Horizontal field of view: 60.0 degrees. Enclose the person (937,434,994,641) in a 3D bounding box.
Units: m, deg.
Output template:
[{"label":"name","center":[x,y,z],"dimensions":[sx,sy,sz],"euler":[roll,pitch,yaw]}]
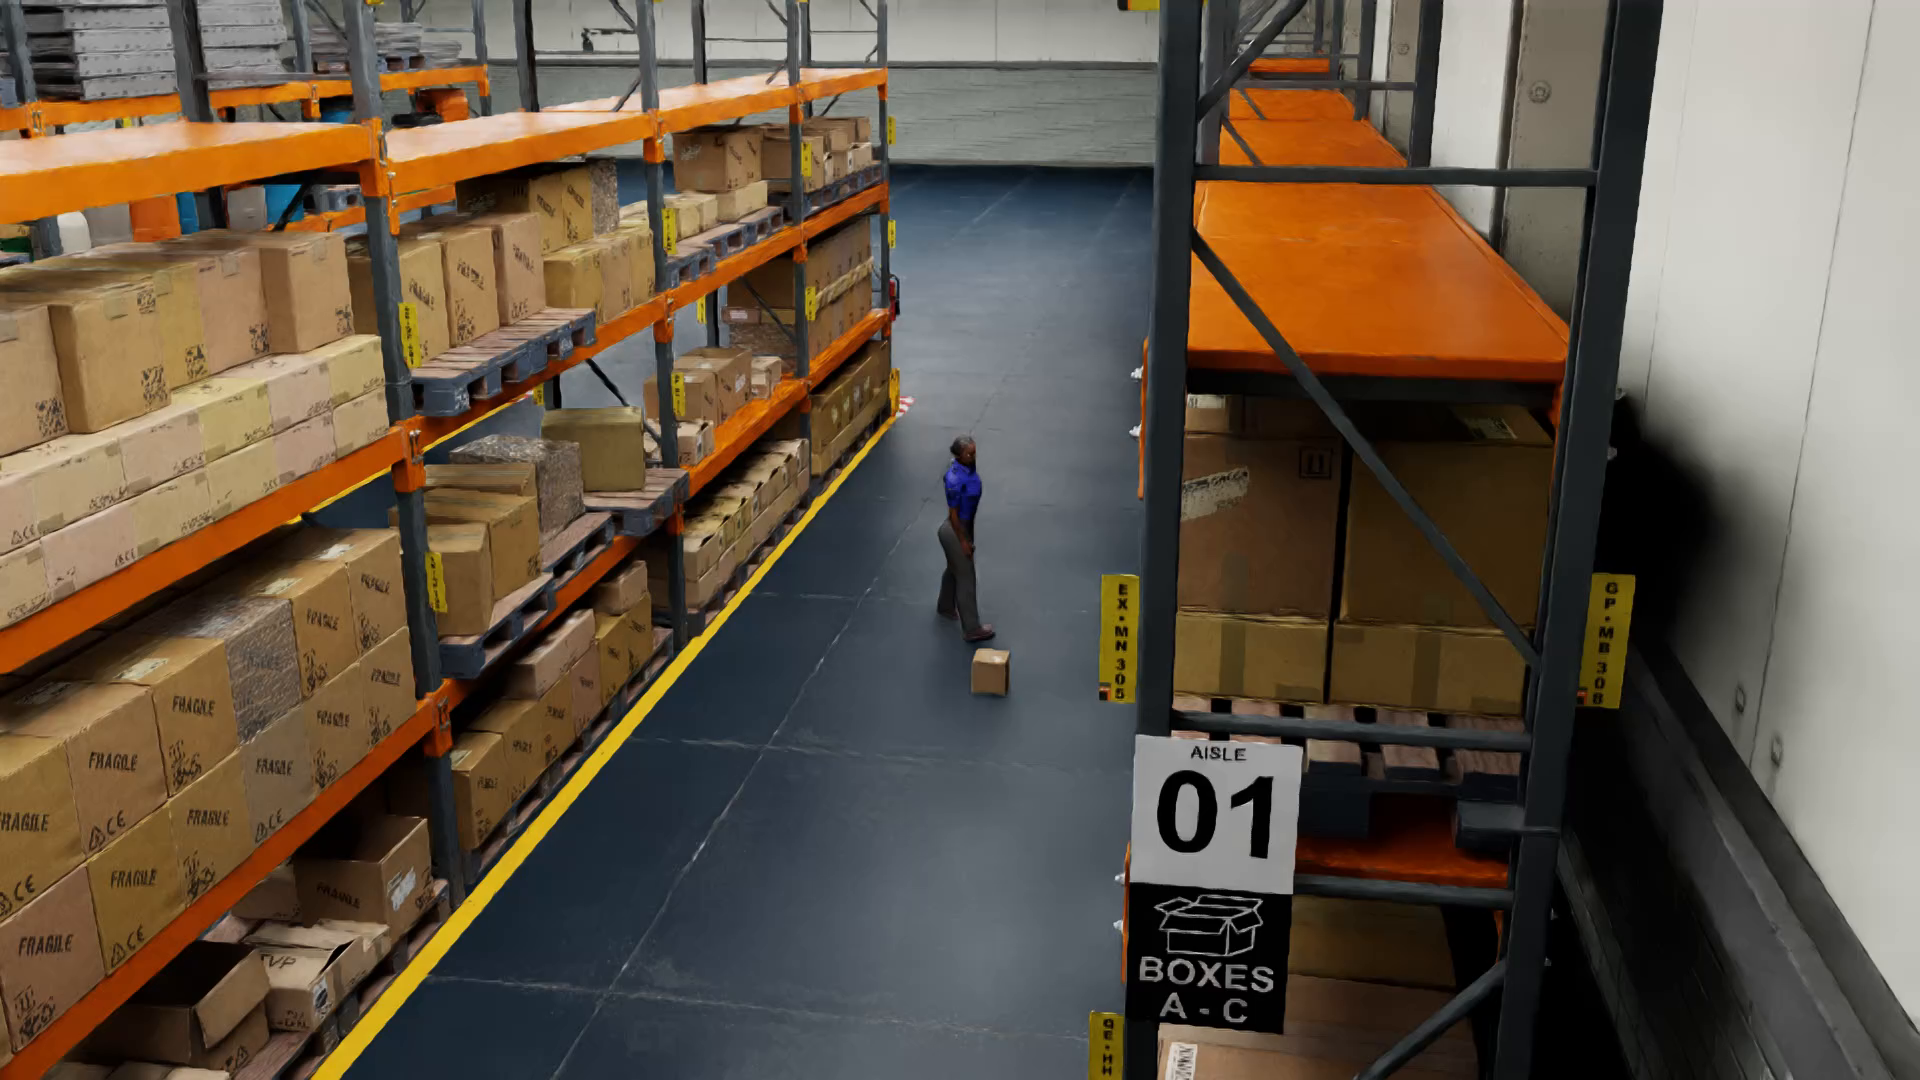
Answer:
[{"label":"person","center":[0.025,-0.058,13.270],"dimensions":[0.551,1.659,0.595],"euler":[4,18,12]}]
